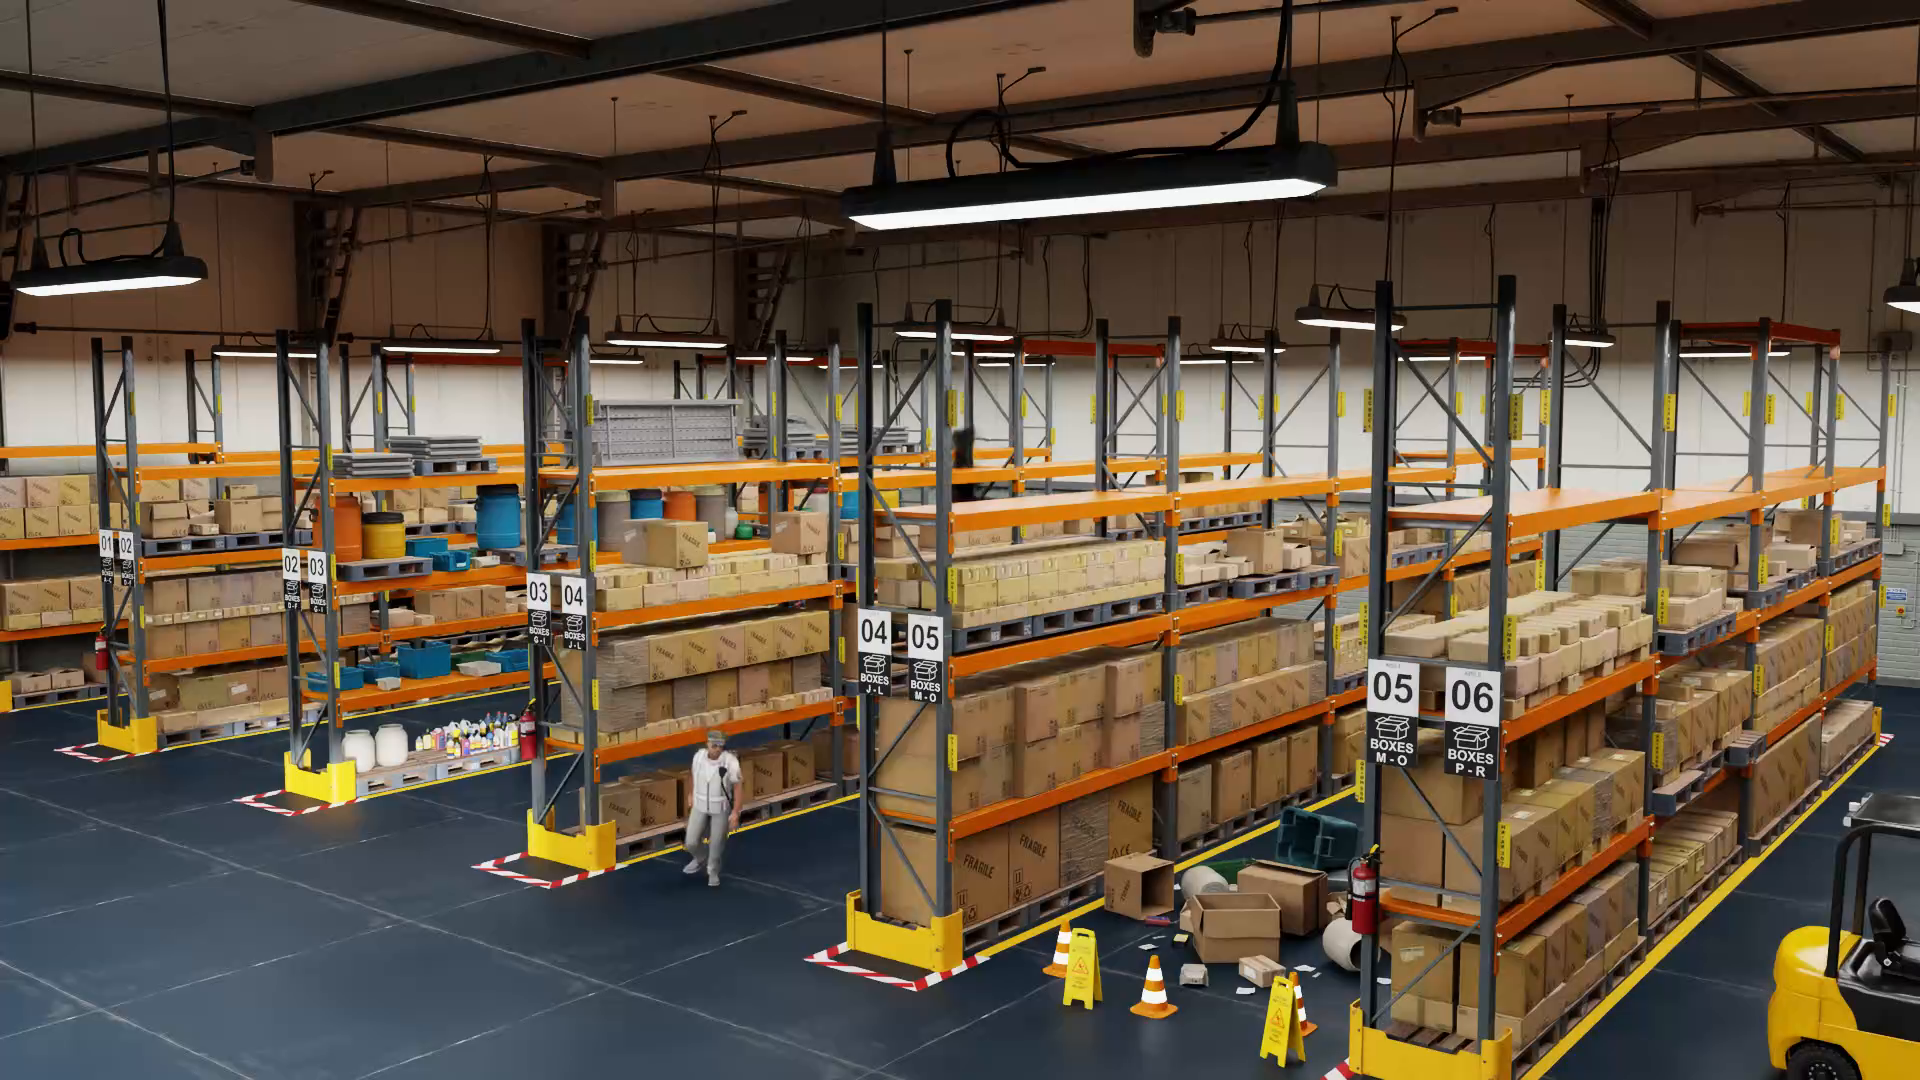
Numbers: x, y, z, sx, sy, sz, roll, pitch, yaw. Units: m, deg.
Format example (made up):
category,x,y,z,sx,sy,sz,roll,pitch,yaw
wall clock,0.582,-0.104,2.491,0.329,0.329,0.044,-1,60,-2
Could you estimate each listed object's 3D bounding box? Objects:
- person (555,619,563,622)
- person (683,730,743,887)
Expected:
category,x,y,z,sx,sy,sz,roll,pitch,yaw
person,-7.905,1.452,33.090,0.688,1.680,0.743,2,5,23
person,-2.608,2.809,17.479,0.703,1.690,0.603,1,5,6
